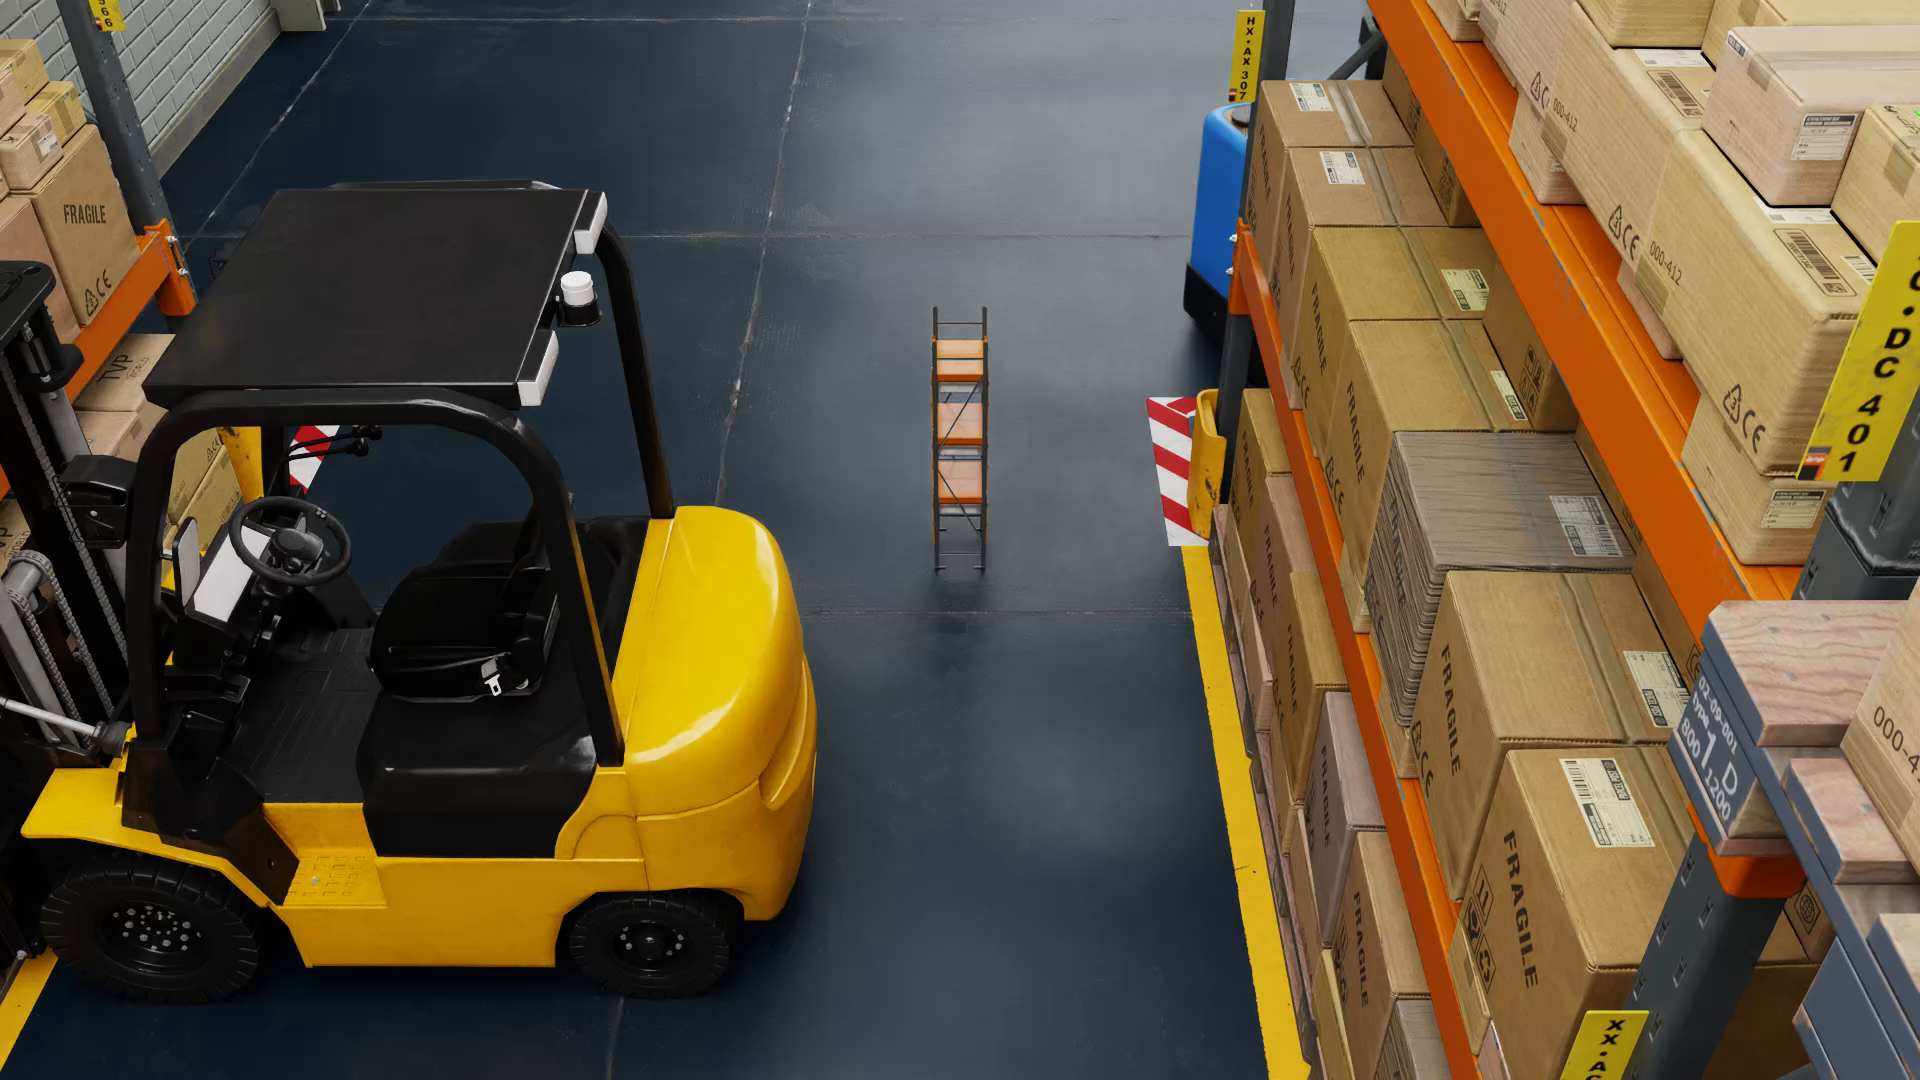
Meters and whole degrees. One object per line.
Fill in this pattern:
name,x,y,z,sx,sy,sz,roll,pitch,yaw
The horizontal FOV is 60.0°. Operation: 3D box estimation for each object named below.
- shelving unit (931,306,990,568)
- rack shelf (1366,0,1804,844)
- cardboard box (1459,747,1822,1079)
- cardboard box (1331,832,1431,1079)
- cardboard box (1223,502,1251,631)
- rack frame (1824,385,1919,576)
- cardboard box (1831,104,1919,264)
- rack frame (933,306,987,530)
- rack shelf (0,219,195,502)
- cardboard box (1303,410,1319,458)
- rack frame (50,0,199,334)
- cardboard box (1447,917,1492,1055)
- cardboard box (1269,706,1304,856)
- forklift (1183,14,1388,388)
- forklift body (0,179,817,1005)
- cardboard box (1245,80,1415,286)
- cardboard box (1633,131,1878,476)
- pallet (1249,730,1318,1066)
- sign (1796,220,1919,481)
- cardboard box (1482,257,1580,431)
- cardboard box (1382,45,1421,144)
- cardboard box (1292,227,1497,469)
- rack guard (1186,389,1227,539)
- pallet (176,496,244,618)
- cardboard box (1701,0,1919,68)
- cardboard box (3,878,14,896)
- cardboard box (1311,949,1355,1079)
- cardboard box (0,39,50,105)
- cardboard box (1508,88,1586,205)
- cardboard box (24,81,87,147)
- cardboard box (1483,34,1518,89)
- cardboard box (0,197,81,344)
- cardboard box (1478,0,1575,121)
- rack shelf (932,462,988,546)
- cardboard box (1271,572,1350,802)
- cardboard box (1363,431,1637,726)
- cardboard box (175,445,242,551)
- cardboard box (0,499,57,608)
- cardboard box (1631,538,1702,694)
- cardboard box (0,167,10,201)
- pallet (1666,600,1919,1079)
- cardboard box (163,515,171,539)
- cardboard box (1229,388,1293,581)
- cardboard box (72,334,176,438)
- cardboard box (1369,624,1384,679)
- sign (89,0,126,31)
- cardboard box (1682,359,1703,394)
shelving unit,0.000,-0.376,6.380,0.215,1.050,0.252,0,39,0
rack shelf,1.537,-0.968,3.736,1.077,0.370,4.000,0,39,0
cardboard box,1.290,0.739,3.111,0.500,0.500,0.500,-1,39,-1
cardboard box,1.268,1.101,4.241,0.500,0.500,0.500,1,39,1
cardboard box,1.259,0.084,6.109,0.500,0.250,0.500,0,39,0
rack frame,1.539,-1.169,1.013,1.000,3.000,0.127,0,39,0
cardboard box,1.321,-0.410,2.027,0.380,0.149,0.250,1,39,1
rack frame,0.000,-0.453,6.475,0.200,1.050,0.008,0,39,0
rack shelf,-3.427,0.208,4.667,1.077,0.370,4.000,0,39,0
cardboard box,1.250,-0.374,5.020,0.380,0.149,0.250,1,39,1
rack frame,-3.429,-1.323,6.003,1.000,3.000,0.127,0,39,0
cardboard box,1.227,0.913,3.413,0.380,0.149,0.250,1,39,1
cardboard box,1.265,0.745,5.285,0.500,0.250,0.500,2,39,3
forklift,2.649,-2.295,7.270,3.031,2.935,1.130,-14,41,-17
forklift body,-1.602,0.192,4.790,2.313,2.155,1.214,0,39,0
cardboard box,1.258,-1.188,5.516,0.500,0.500,0.500,-1,39,-1
cardboard box,1.270,-0.333,2.250,0.500,0.250,0.500,0,39,0
pallet,1.499,1.075,5.239,1.003,0.211,1.213,0,39,0
sign,0.997,-0.195,1.783,0.100,0.325,0.005,0,39,0
cardboard box,1.712,-0.608,3.993,0.700,0.500,0.500,0,39,0
cardboard box,1.754,-1.555,5.175,0.700,0.500,0.500,-1,39,-1
cardboard box,1.264,-0.546,4.714,0.500,0.500,0.500,-1,39,-1
rack guard,1.535,-0.306,6.733,1.175,0.500,0.348,0,39,0
pallet,-3.386,0.243,6.278,1.003,0.211,1.213,0,39,0
cardboard box,1.333,-0.735,2.433,0.380,0.149,0.250,1,39,1
cardboard box,-3.107,0.828,5.181,0.500,0.250,0.500,1,39,1
cardboard box,1.259,1.379,4.494,0.500,0.250,0.500,-1,39,-1
cardboard box,-3.218,-1.508,5.396,0.380,0.149,0.250,0,39,0
cardboard box,1.247,-0.741,3.078,0.380,0.149,0.250,1,39,1
cardboard box,-3.148,-1.399,5.498,0.380,0.149,0.250,0,39,1
cardboard box,1.328,-1.064,3.482,0.380,0.149,0.250,0,39,0
cardboard box,-3.174,-0.730,5.183,0.500,0.500,0.500,1,39,1
cardboard box,1.282,-0.967,3.041,0.500,0.250,0.500,-1,39,-1
rack shelf,0.000,-0.151,6.560,0.215,0.259,0.240,0,39,0
cardboard box,1.257,0.447,5.057,0.500,0.500,0.500,1,39,1
cardboard box,1.278,0.093,3.918,0.500,0.500,0.500,1,39,1
cardboard box,-3.112,-0.121,6.365,0.500,0.250,0.500,0,39,0
cardboard box,-3.099,0.118,5.267,0.500,0.250,0.500,0,39,1
cardboard box,1.777,0.032,3.194,0.700,0.500,0.500,0,39,0
cardboard box,-3.179,-1.077,5.096,0.380,0.149,0.250,1,39,1
pallet,1.434,0.461,1.528,1.213,0.211,1.003,0,39,0
cardboard box,-3.126,0.008,5.804,0.500,0.250,0.500,0,39,0
cardboard box,1.260,-0.193,5.856,0.500,0.500,0.500,-1,39,-2
cardboard box,-3.117,-0.517,6.060,0.500,0.250,0.500,1,39,1
cardboard box,1.259,0.274,4.210,0.380,0.149,0.250,-1,39,-1
sign,-2.886,-1.859,5.556,0.100,0.325,0.005,0,39,0
cardboard box,1.322,-0.255,2.472,0.380,0.149,0.250,0,39,0
